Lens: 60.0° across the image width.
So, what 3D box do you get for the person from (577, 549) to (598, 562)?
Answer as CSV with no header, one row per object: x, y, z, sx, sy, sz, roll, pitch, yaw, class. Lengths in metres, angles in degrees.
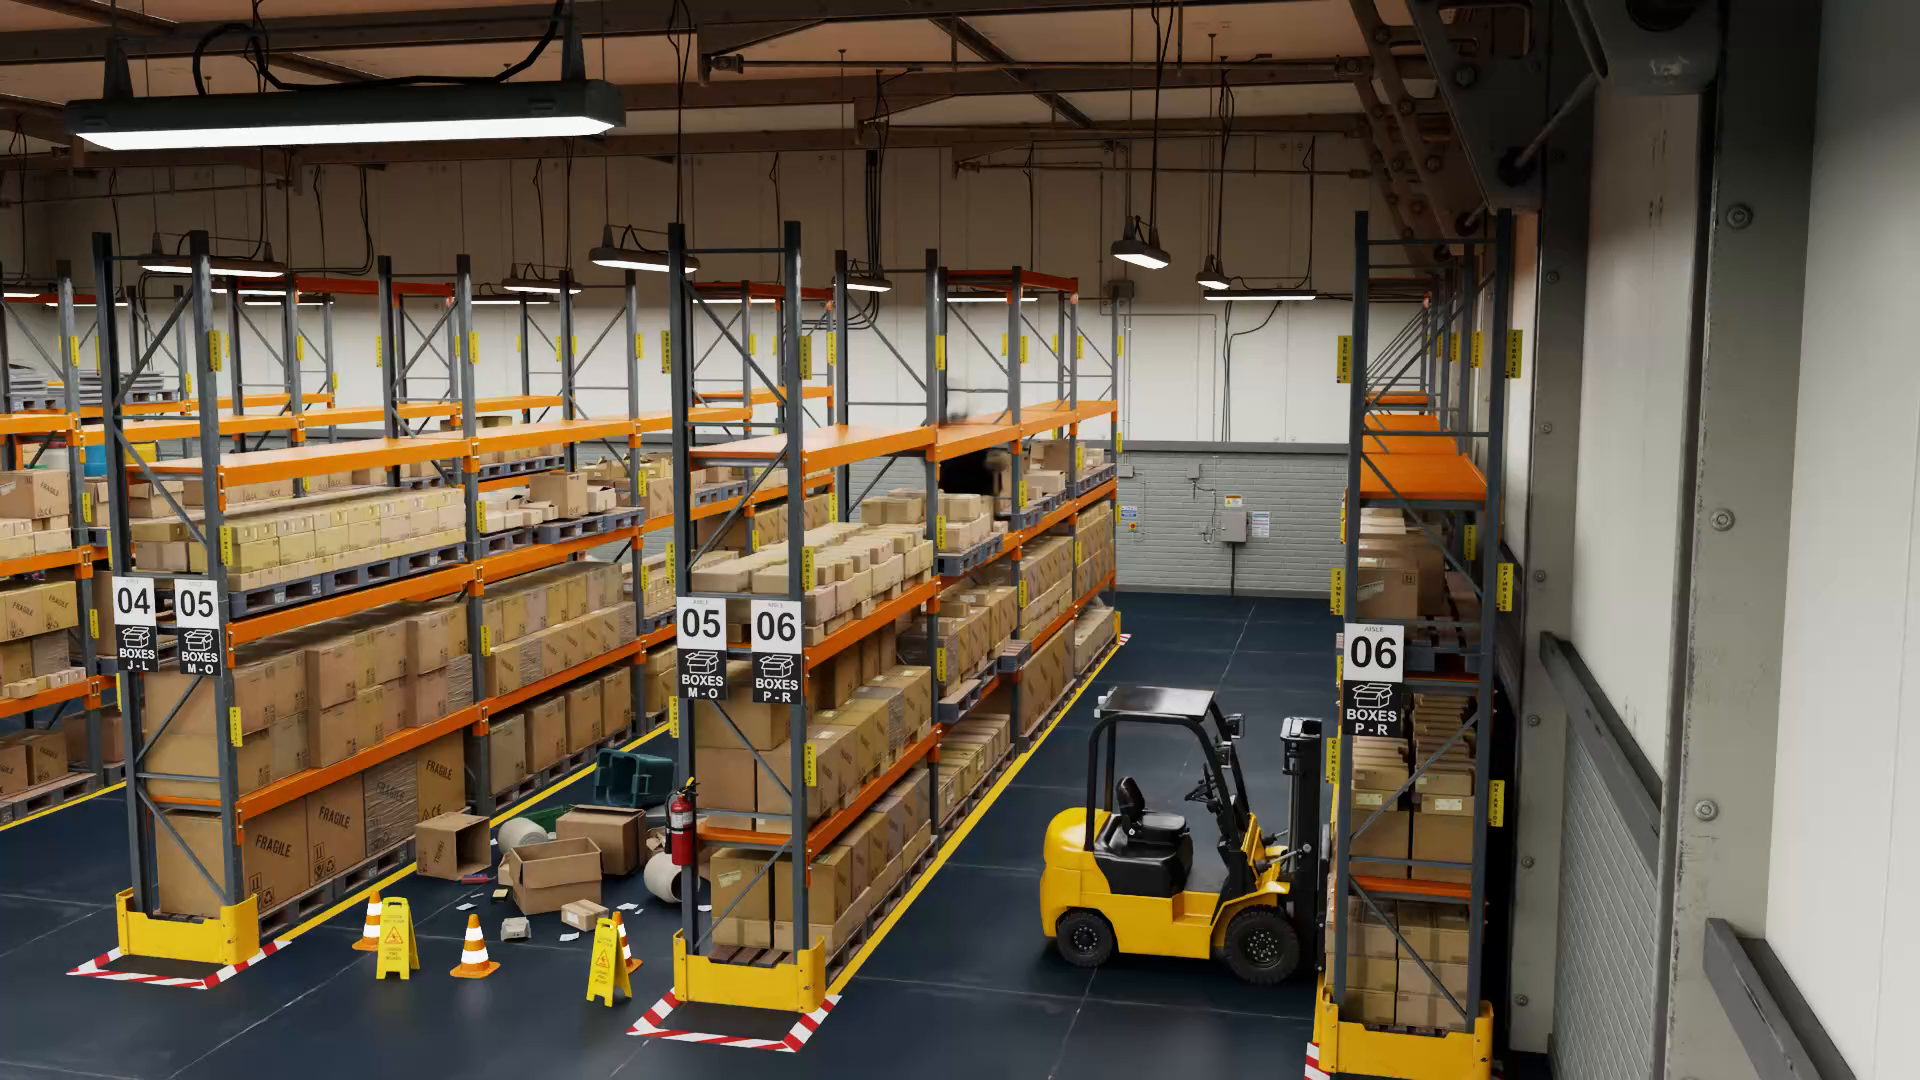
-6.319,0.896,27.765,0.647,1.846,0.774,1,7,7,person

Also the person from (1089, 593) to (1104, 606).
2.243,0.753,29.610,0.816,1.737,0.761,3,8,24,person
